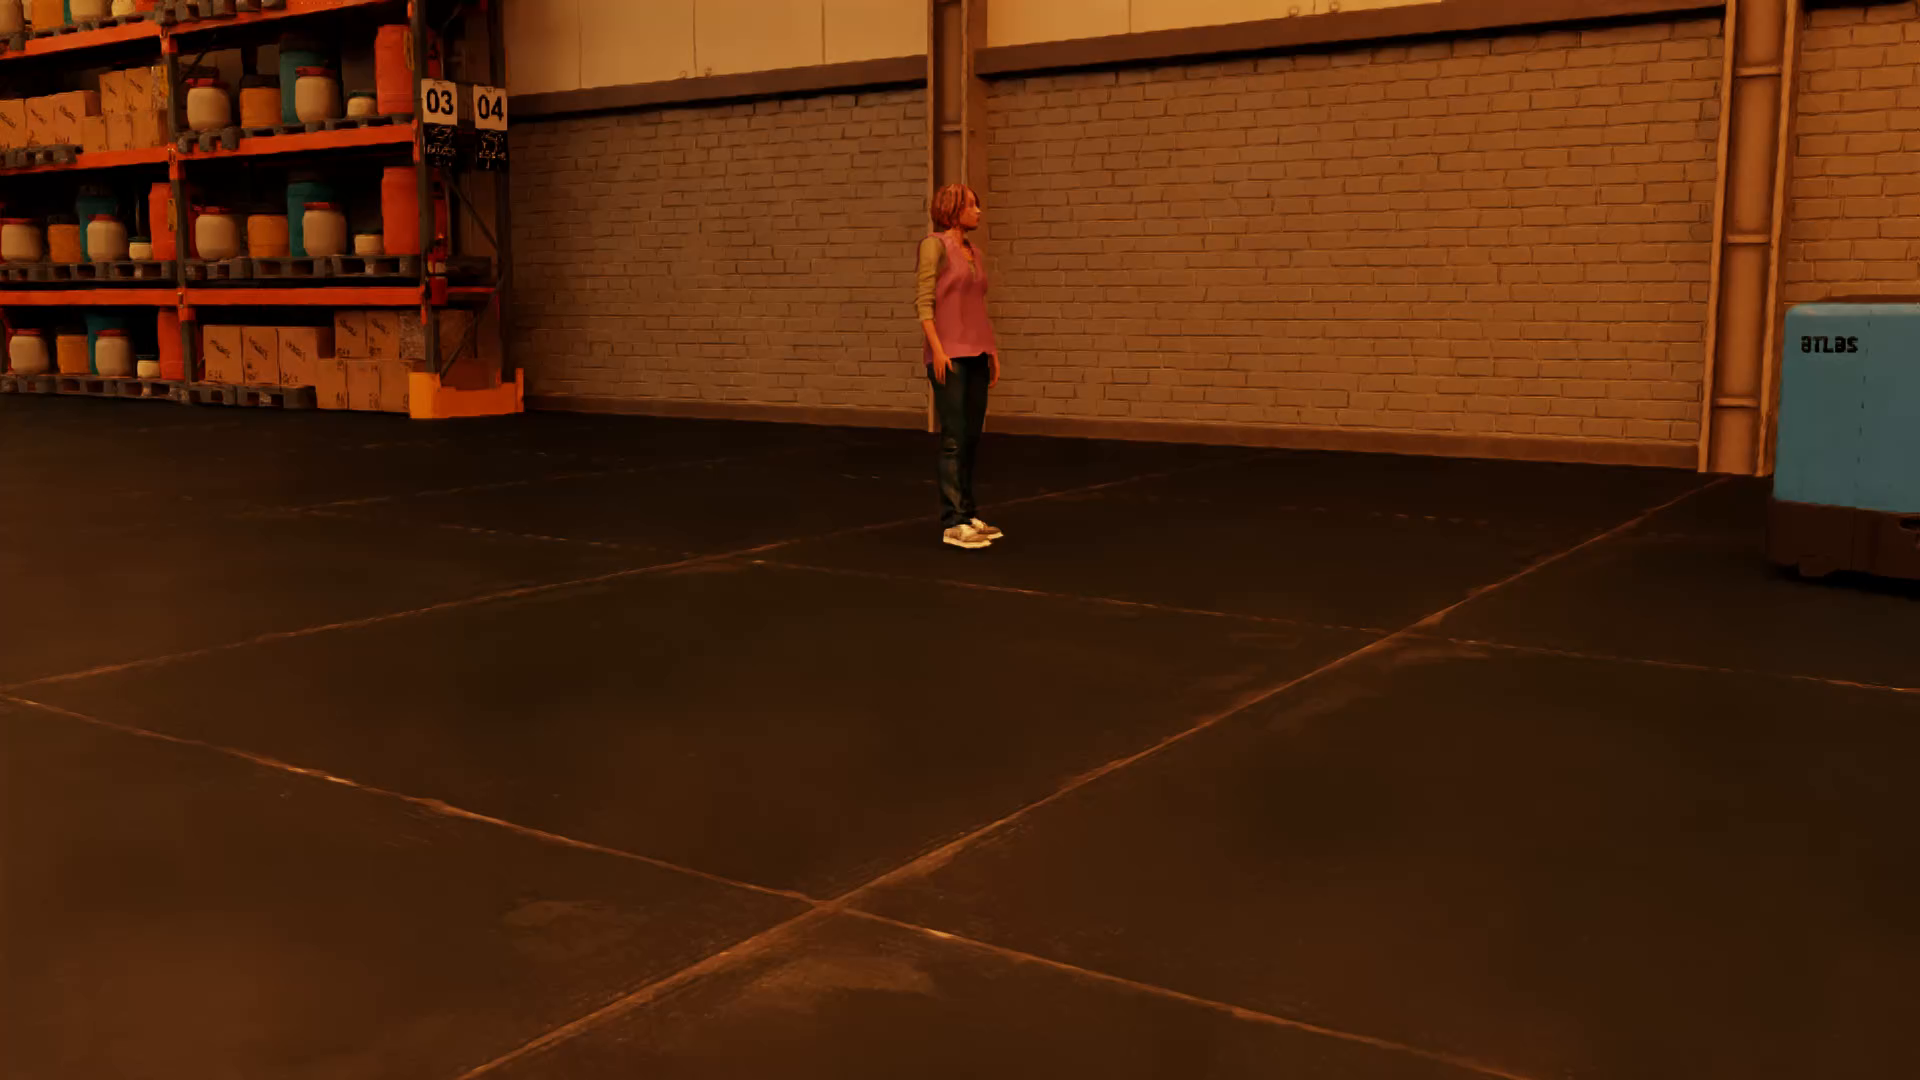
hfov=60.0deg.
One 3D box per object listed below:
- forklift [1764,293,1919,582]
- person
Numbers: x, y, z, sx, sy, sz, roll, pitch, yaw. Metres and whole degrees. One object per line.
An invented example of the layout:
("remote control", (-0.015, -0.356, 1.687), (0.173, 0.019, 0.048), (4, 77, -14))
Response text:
("forklift", (4.449, -1.177, 5.467), (1.130, 2.935, 3.031), (-6, 10, -36))
("person", (0.054, -0.788, 7.438), (0.474, 1.594, 0.520), (5, 10, 34))
